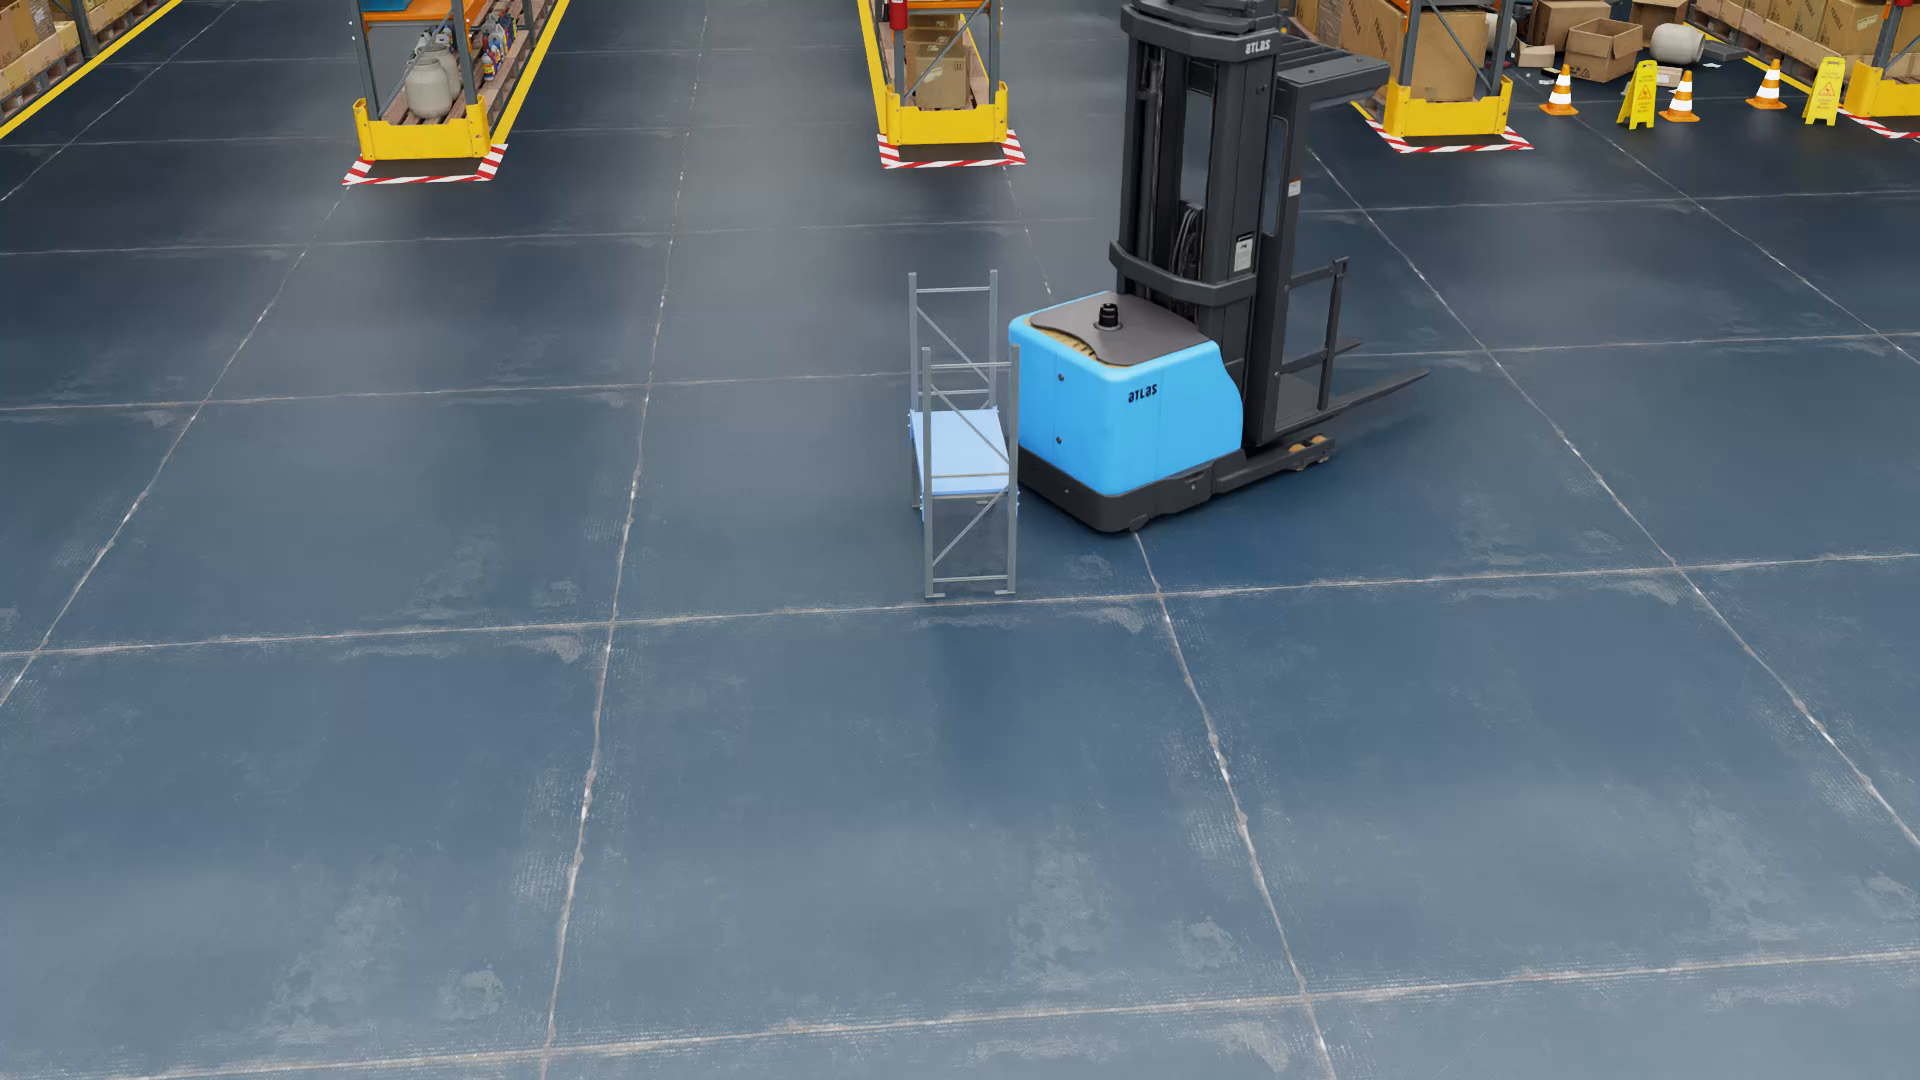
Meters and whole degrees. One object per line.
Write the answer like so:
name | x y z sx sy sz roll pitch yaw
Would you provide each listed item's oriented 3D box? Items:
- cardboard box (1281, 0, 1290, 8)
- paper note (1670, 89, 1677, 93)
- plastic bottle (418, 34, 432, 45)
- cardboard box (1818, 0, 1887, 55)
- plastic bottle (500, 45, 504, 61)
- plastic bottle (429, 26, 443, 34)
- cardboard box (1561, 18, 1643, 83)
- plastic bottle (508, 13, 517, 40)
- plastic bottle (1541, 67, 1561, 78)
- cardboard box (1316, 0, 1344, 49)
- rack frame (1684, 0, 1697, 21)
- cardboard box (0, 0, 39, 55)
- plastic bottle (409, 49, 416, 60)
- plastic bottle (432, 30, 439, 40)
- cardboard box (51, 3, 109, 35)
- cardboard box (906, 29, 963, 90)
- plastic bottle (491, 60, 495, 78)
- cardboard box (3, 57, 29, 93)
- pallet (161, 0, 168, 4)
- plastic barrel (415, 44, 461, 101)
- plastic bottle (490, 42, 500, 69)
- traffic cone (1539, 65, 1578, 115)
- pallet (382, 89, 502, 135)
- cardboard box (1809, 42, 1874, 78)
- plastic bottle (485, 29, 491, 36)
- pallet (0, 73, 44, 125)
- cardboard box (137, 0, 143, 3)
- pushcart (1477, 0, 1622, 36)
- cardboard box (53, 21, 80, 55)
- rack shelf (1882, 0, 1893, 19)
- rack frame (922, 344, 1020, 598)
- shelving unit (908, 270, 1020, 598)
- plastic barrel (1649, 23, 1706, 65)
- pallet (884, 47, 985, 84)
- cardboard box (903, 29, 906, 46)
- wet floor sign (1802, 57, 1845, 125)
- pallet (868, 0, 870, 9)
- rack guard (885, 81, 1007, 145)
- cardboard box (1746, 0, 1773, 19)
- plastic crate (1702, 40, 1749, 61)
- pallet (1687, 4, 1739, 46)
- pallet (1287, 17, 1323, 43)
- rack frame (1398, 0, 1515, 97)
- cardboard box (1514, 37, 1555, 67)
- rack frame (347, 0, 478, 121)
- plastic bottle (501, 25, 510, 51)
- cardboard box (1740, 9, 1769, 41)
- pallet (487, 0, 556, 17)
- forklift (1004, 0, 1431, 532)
cardboard box | 4.299 -6.958 20.259 1.050 0.750 0.750 -3 31 -5
paper note | 7.669 -4.790 17.740 0.148 0.019 0.142 -14 33 -22
plastic bottle | -5.695 -5.219 17.717 0.144 0.351 0.185 -2 31 -3
cardboard box | 9.405 -5.396 17.400 0.500 0.500 0.500 -3 31 -4
plastic bottle | -4.987 -5.275 17.957 0.097 0.201 0.097 0 31 0
plastic bottle | -5.752 -5.531 18.239 0.144 0.351 0.185 -4 31 -7
cardboard box | 7.055 -5.382 18.269 0.637 0.503 0.797 27 40 37
plastic bottle | -5.059 -5.801 18.756 0.061 0.283 0.133 -1 31 -2
plastic bottle | 6.503 -5.153 18.318 0.133 0.061 0.283 -14 33 -22
cardboard box | 4.524 -5.915 18.390 0.875 0.875 0.875 -3 31 -4
rack frame | 9.366 -7.720 19.750 1.000 3.000 0.127 -3 31 -5
cardboard box | -10.018 -5.357 17.334 0.500 0.500 0.500 -3 31 -5
plastic bottle | -5.696 -4.964 17.355 0.061 0.283 0.133 -2 31 -3
plastic bottle | -5.701 -5.424 18.137 0.097 0.271 0.097 0 31 0
cardboard box | -10.155 -5.990 19.125 0.500 0.250 0.500 -3 31 -6
cardboard box | -0.259 -4.933 17.112 0.500 0.500 0.500 5 31 8
plastic bottle | -4.927 -4.947 17.406 0.097 0.201 0.097 0 31 0
cardboard box | -9.958 -4.780 17.100 0.500 0.250 0.500 -3 31 -5
pallet | -10.700 -7.195 21.591 1.003 0.211 1.213 -3 31 -5
plastic barrel | -5.243 -4.666 16.653 0.421 0.512 0.421 0 31 0
plastic bottle | -4.959 -5.150 17.678 0.097 0.271 0.097 0 31 0
traffic cone | 6.185 -4.639 17.065 0.336 0.463 0.334 -3 31 -5
pallet | -5.183 -4.220 16.609 1.003 0.211 1.213 -3 31 -5
cardboard box | 9.394 -5.090 17.618 0.500 0.250 0.500 -3 31 -5
plastic bottle | -5.137 -5.435 18.143 0.061 0.283 0.133 -3 31 -5
pallet | -10.215 -4.543 17.150 1.003 0.211 1.213 -3 31 -5
cardboard box | -10.299 -6.775 20.440 0.500 0.250 0.500 -2 31 -4
pushcart | 7.100 -6.459 20.196 1.648 0.377 0.936 -14 33 -22
cardboard box | -10.103 -5.546 18.382 0.500 0.250 0.500 -3 31 -5
rack shelf | 9.553 -6.390 18.225 1.077 0.370 4.000 -3 31 -5
rack frame | 0.055 -0.341 8.858 0.500 1.500 0.032 -3 31 -5
shelving unit | 0.008 -0.600 9.292 0.538 1.500 1.048 -3 31 -5
plastic barrel | 8.039 -5.554 18.635 0.512 0.421 0.421 20 36 29
pallet | -0.286 -5.083 18.053 1.003 0.211 1.213 -3 31 -5
cardboard box | -0.442 -5.854 18.654 0.500 0.500 0.500 7 32 11
wet floor sign | 8.692 -4.519 16.686 0.267 0.644 0.232 8 32 13
pallet | -0.692 -7.070 21.380 1.003 0.211 1.213 -3 31 -5
rack guard | -0.134 -4.169 16.242 1.175 0.500 0.348 -3 31 -5
cardboard box | 9.260 -6.190 18.729 0.500 0.500 0.500 -1 31 -2
plastic crate | 8.696 -5.626 19.090 0.402 0.080 0.583 -14 33 -22
pallet | 9.464 -6.182 19.893 1.003 0.211 1.213 -3 31 -5
pallet | 4.440 -5.842 19.325 1.003 0.211 1.213 -3 31 -5
rack frame | 4.821 -5.389 15.847 1.000 3.000 0.127 -3 31 -5
cardboard box | 6.441 -5.468 18.646 0.396 0.266 0.258 2 31 4
rack frame | -5.059 -4.966 15.138 1.000 3.000 0.127 -3 31 -5
plastic bottle | -5.010 -5.536 18.314 0.061 0.283 0.133 -1 31 -1
cardboard box | 9.265 -5.863 18.912 0.500 0.250 0.500 -3 31 -5
pallet | -5.661 -6.834 20.986 1.003 0.211 1.213 -3 31 -5
forklift | 1.765 -1.893 10.060 3.031 2.935 1.130 -20 36 -30
